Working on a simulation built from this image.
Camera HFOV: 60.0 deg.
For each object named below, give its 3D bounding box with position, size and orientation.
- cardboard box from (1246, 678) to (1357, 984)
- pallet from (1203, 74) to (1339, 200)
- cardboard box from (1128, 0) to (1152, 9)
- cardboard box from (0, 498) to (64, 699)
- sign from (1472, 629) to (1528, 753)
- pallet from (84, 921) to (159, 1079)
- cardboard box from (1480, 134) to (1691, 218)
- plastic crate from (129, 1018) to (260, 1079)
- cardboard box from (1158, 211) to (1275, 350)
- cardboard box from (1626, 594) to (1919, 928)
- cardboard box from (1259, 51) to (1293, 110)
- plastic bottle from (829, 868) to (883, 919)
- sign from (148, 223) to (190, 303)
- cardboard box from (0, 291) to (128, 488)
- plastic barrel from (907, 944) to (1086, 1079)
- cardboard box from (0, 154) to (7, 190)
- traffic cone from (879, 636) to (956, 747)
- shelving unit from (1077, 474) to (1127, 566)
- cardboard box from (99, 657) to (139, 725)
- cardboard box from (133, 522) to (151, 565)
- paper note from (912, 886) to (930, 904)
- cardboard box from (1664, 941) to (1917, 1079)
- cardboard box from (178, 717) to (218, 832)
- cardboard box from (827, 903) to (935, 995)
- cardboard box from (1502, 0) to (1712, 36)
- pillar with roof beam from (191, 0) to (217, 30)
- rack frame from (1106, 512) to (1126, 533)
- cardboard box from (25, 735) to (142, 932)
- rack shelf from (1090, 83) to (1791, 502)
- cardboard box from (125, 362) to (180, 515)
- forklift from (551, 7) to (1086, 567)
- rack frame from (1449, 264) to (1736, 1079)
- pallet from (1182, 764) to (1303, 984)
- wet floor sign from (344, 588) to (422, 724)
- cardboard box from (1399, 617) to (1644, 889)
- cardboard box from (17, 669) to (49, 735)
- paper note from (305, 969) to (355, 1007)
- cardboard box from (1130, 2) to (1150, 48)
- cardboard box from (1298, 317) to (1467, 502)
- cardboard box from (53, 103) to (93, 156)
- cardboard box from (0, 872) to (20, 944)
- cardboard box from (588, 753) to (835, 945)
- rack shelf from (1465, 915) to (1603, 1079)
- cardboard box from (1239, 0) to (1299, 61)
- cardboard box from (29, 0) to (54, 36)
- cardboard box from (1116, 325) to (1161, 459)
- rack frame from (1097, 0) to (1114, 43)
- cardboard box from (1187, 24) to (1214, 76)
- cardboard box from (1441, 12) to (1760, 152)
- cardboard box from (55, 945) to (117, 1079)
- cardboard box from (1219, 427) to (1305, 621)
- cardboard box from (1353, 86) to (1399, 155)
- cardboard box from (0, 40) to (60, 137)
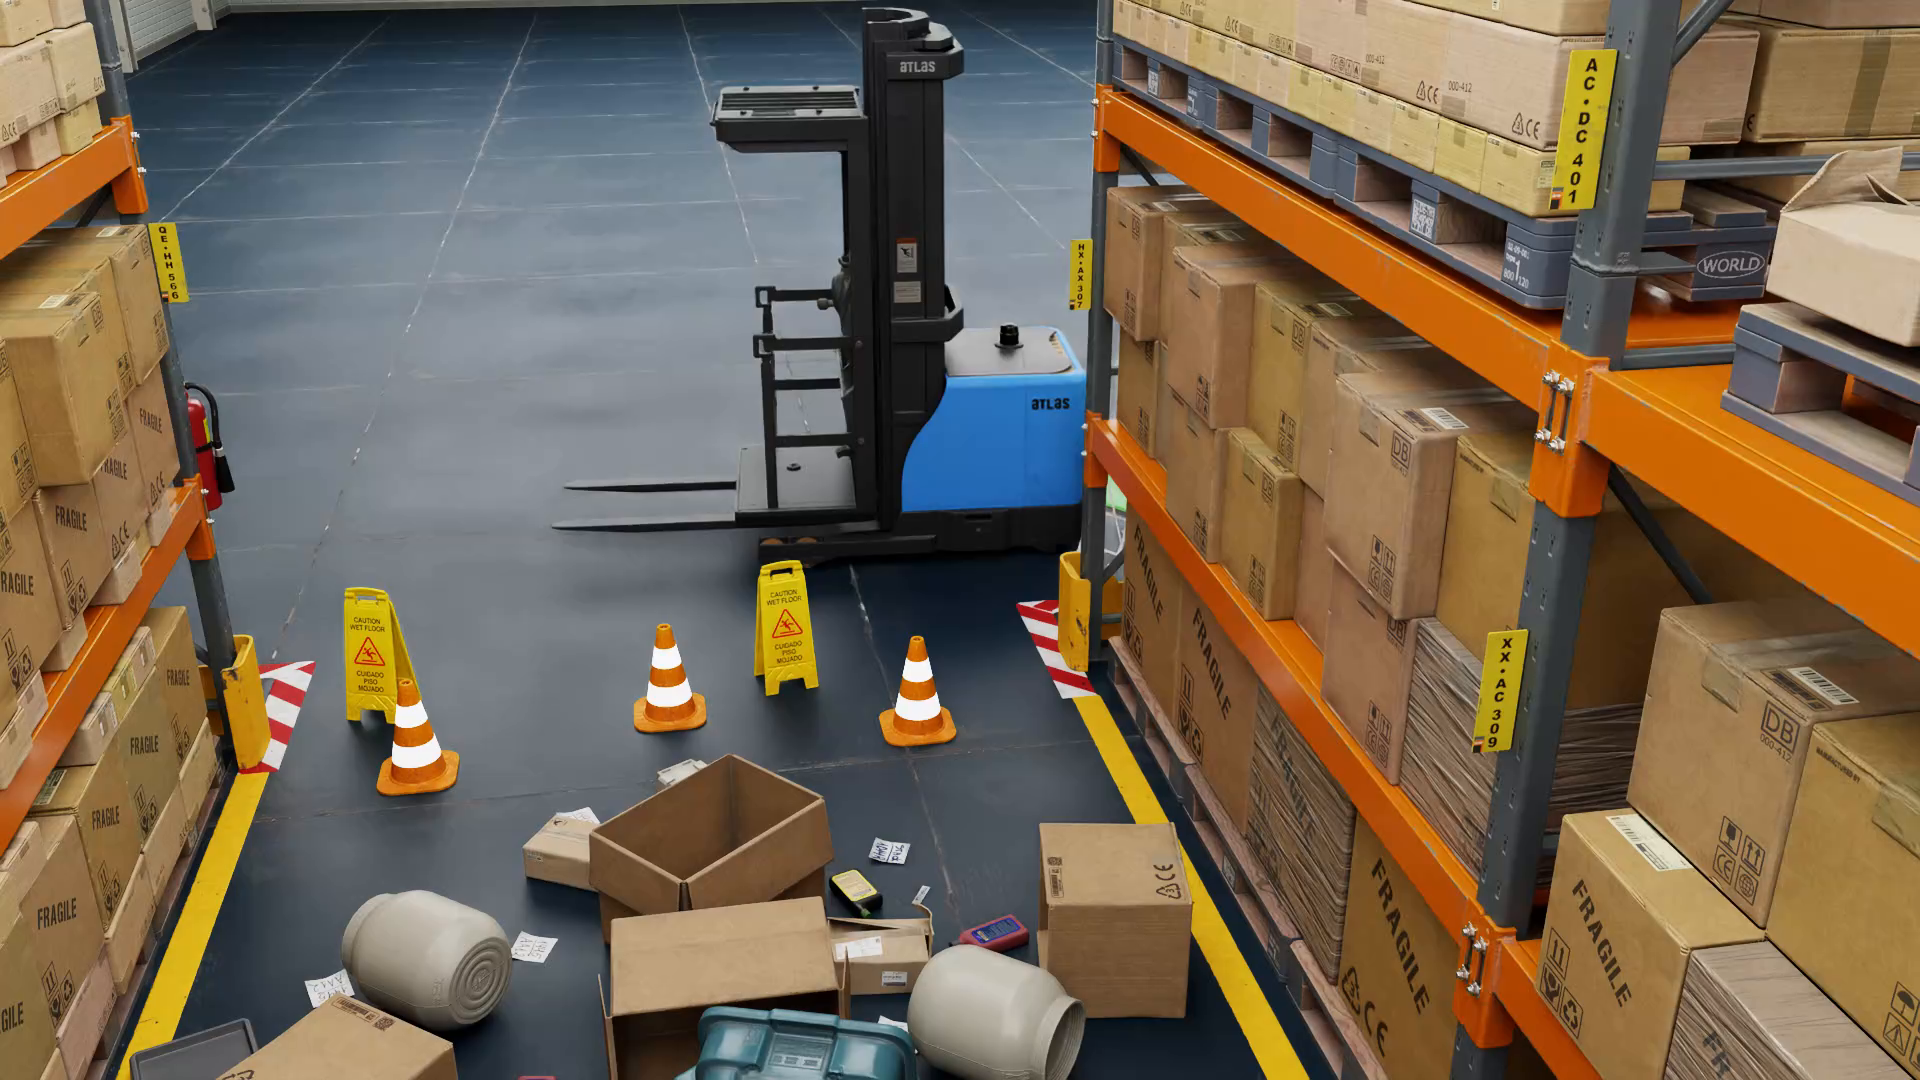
[{"bbox_3d":[1.621,0.931,6.001,0.875,0.875,0.875,-4,24,-9],"label":"cardboard box"},{"bbox_3d":[1.475,-1.379,5.523,1.003,0.211,1.213,-4,24,-10],"label":"pallet"},{"bbox_3d":[0.936,-2.289,6.661,0.500,0.250,0.500,-4,24,-10],"label":"cardboard box"},{"bbox_3d":[-3.124,0.195,5.059,0.500,0.500,0.500,-4,24,-9],"label":"cardboard box"},{"bbox_3d":[1.293,0.365,3.986,0.100,0.325,0.005,-4,24,-10],"label":"sign"},{"bbox_3d":[-3.395,1.698,5.599,1.003,0.211,1.213,-4,24,-10],"label":"pallet"},{"bbox_3d":[1.457,-0.861,3.891,0.380,0.149,0.250,-4,24,-10],"label":"cardboard box"},{"bbox_3d":[-2.492,1.822,5.478,0.402,0.080,0.583,-13,27,-28],"label":"plastic crate"},{"bbox_3d":[1.322,-1.022,6.807,0.875,0.550,0.550,-4,24,-10],"label":"cardboard box"},{"bbox_3d":[1.936,0.447,3.604,0.700,0.500,0.500,-5,24,-11],"label":"cardboard box"},{"bbox_3d":[1.174,-1.461,5.265,0.380,0.149,0.250,-4,24,-10],"label":"cardboard box"},{"bbox_3d":[-0.391,1.389,6.494,0.133,0.061,0.283,-13,27,-28],"label":"plastic bottle"},{"bbox_3d":[-3.198,-1.120,6.724,0.100,0.325,0.005,-4,24,-10],"label":"sign"},{"bbox_3d":[-3.157,-0.474,5.342,0.700,0.500,0.500,-5,24,-10],"label":"cardboard box"},{"bbox_3d":[0.121,1.604,5.548,0.512,0.421,0.421,13,27,27],"label":"plastic barrel"},{"bbox_3d":[-3.238,-1.149,5.200,0.380,0.149,0.250,-4,24,-10],"label":"cardboard box"},{"bbox_3d":[-0.199,0.659,7.662,0.336,0.463,0.334,-4,24,-10],"label":"traffic cone"},{"bbox_3d":[0.967,-0.493,9.338,0.258,1.200,0.503,19,27,7],"label":"shelving unit"},{"bbox_3d":[-3.165,0.550,5.906,0.380,0.149,0.250,-4,24,-9],"label":"cardboard box"},{"bbox_3d":[-3.286,0.029,6.249,0.380,0.149,0.250,-5,24,-11],"label":"cardboard box"},{"bbox_3d":[-0.153,1.397,6.539,0.032,0.001,0.123,8,25,18],"label":"paper note"},{"bbox_3d":[1.765,1.136,3.277,0.500,0.500,0.500,-4,24,-9],"label":"cardboard box"},{"bbox_3d":[-3.329,0.964,6.706,0.500,0.250,0.500,-4,24,-10],"label":"cardboard box"},{"bbox_3d":[-0.289,1.469,6.054,0.396,0.266,0.258,0,24,-1],"label":"cardboard box"},{"bbox_3d":[1.458,-1.227,3.732,0.380,0.149,0.250,-5,24,-10],"label":"cardboard box"},{"bbox_3d":[-10.698,-14.570,31.866,9.100,9.000,0.400,-4,24,-10],"label":"pillar with roof beam"},{"bbox_3d":[1.028,-0.588,9.554,0.240,1.200,0.015,19,27,7],"label":"rack frame"},{"bbox_3d":[-3.156,1.013,5.657,0.500,0.500,0.500,-5,24,-11],"label":"cardboard box"},{"bbox_3d":[1.469,-1.075,5.616,1.077,0.370,4.000,-4,24,-10],"label":"rack shelf"},{"bbox_3d":[-3.376,-0.400,6.422,0.500,0.500,0.500,-5,24,-11],"label":"cardboard box"},{"bbox_3d":[-0.827,-1.403,9.300,3.031,2.935,1.130,-2,24,-5],"label":"forklift"},{"bbox_3d":[1.838,0.756,4.271,1.000,3.000,0.127,-4,24,-10],"label":"rack frame"},{"bbox_3d":[1.546,1.248,6.628,1.003,0.211,1.213,-4,24,-10],"label":"pallet"},{"bbox_3d":[-2.731,0.514,7.767,0.267,0.644,0.232,4,24,9],"label":"wet floor sign"},{"bbox_3d":[1.758,0.543,4.571,0.875,0.550,0.550,-4,24,-10],"label":"cardboard box"},{"bbox_3d":[-3.052,0.529,5.105,0.380,0.149,0.250,-4,24,-10],"label":"cardboard box"},{"bbox_3d":[-2.279,1.617,6.009,0.142,0.019,0.148,-13,27,-28],"label":"paper note"},{"bbox_3d":[0.895,-2.056,6.627,0.380,0.149,0.250,-4,24,-9],"label":"cardboard box"},{"bbox_3d":[1.623,-0.385,5.348,0.875,0.550,0.550,-4,24,-10],"label":"cardboard box"},{"bbox_3d":[-3.328,-1.455,5.901,0.380,0.149,0.250,-4,24,-9],"label":"cardboard box"},{"bbox_3d":[-2.912,1.081,4.690,0.380,0.149,0.250,-3,24,-8],"label":"cardboard box"},{"bbox_3d":[-0.934,1.237,6.290,0.637,0.503,0.797,18,29,36],"label":"cardboard box"},{"bbox_3d":[2.208,1.873,2.614,1.077,0.370,4.000,-4,24,-10],"label":"rack shelf"},{"bbox_3d":[1.217,-1.693,5.298,0.500,0.250,0.500,-4,24,-10],"label":"cardboard box"},{"bbox_3d":[-3.385,-1.820,5.740,0.380,0.149,0.250,-4,24,-9],"label":"cardboard box"},{"bbox_3d":[1.212,-0.743,7.517,0.875,0.550,0.550,-4,24,-10],"label":"cardboard box"},{"bbox_3d":[1.099,-3.566,6.672,1.000,3.000,0.127,-4,24,-10],"label":"rack frame"},{"bbox_3d":[1.034,-1.759,5.947,0.380,0.149,0.250,-4,24,-10],"label":"cardboard box"},{"bbox_3d":[1.495,-1.099,3.937,0.500,0.250,0.500,-5,24,-10],"label":"cardboard box"},{"bbox_3d":[-3.062,1.560,5.341,0.500,0.250,0.500,-5,24,-10],"label":"cardboard box"},{"bbox_3d":[1.454,-0.094,6.029,0.875,0.550,0.500,-4,24,-10],"label":"cardboard box"},{"bbox_3d":[1.314,-1.162,4.580,0.380,0.149,0.250,-4,24,-10],"label":"cardboard box"},{"bbox_3d":[-3.309,-1.473,5.443,0.500,0.250,0.500,-5,24,-10],"label":"cardboard box"}]
